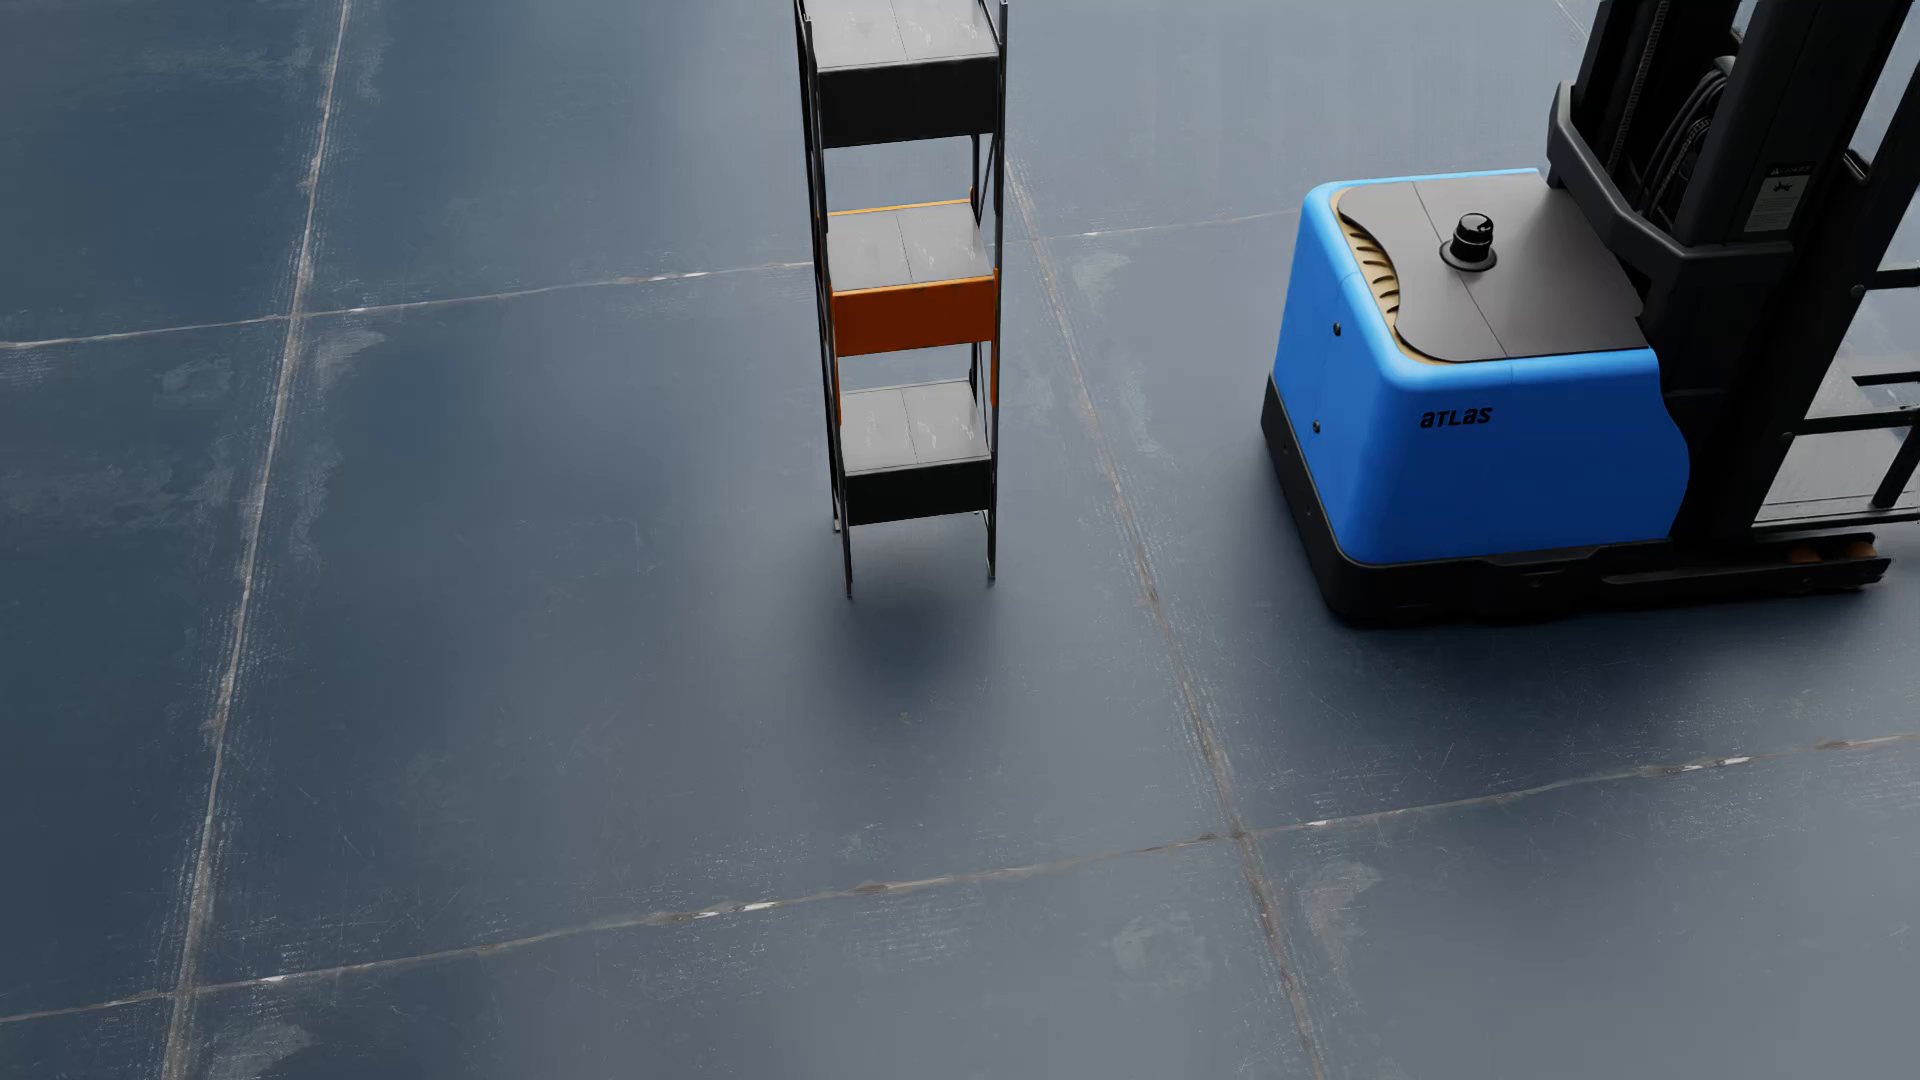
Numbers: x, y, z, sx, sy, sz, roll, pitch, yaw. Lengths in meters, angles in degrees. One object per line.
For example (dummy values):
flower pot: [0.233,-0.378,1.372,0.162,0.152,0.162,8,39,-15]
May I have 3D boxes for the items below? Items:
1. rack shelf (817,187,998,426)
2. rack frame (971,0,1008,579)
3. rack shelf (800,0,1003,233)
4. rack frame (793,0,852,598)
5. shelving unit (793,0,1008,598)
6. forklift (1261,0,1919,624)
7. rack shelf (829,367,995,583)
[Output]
rack shelf: [-0.163,-0.699,4.984,0.480,0.518,0.431,-7,46,-7]
rack frame: [0.077,-0.738,5.003,0.015,2.100,0.400,-7,46,-7]
rack shelf: [-0.163,-1.184,4.480,0.480,0.518,0.431,-7,46,-7]
rack frame: [-0.404,-0.678,4.945,0.015,2.100,0.400,-7,46,-7]
shelving unit: [-0.163,-0.708,4.974,0.503,2.100,0.431,-7,46,-7]
forklift: [2.650,-1.212,4.882,3.031,2.935,1.130,-5,46,-5]
rack shelf: [-0.163,-0.213,5.488,0.480,0.518,0.431,-7,46,-7]
